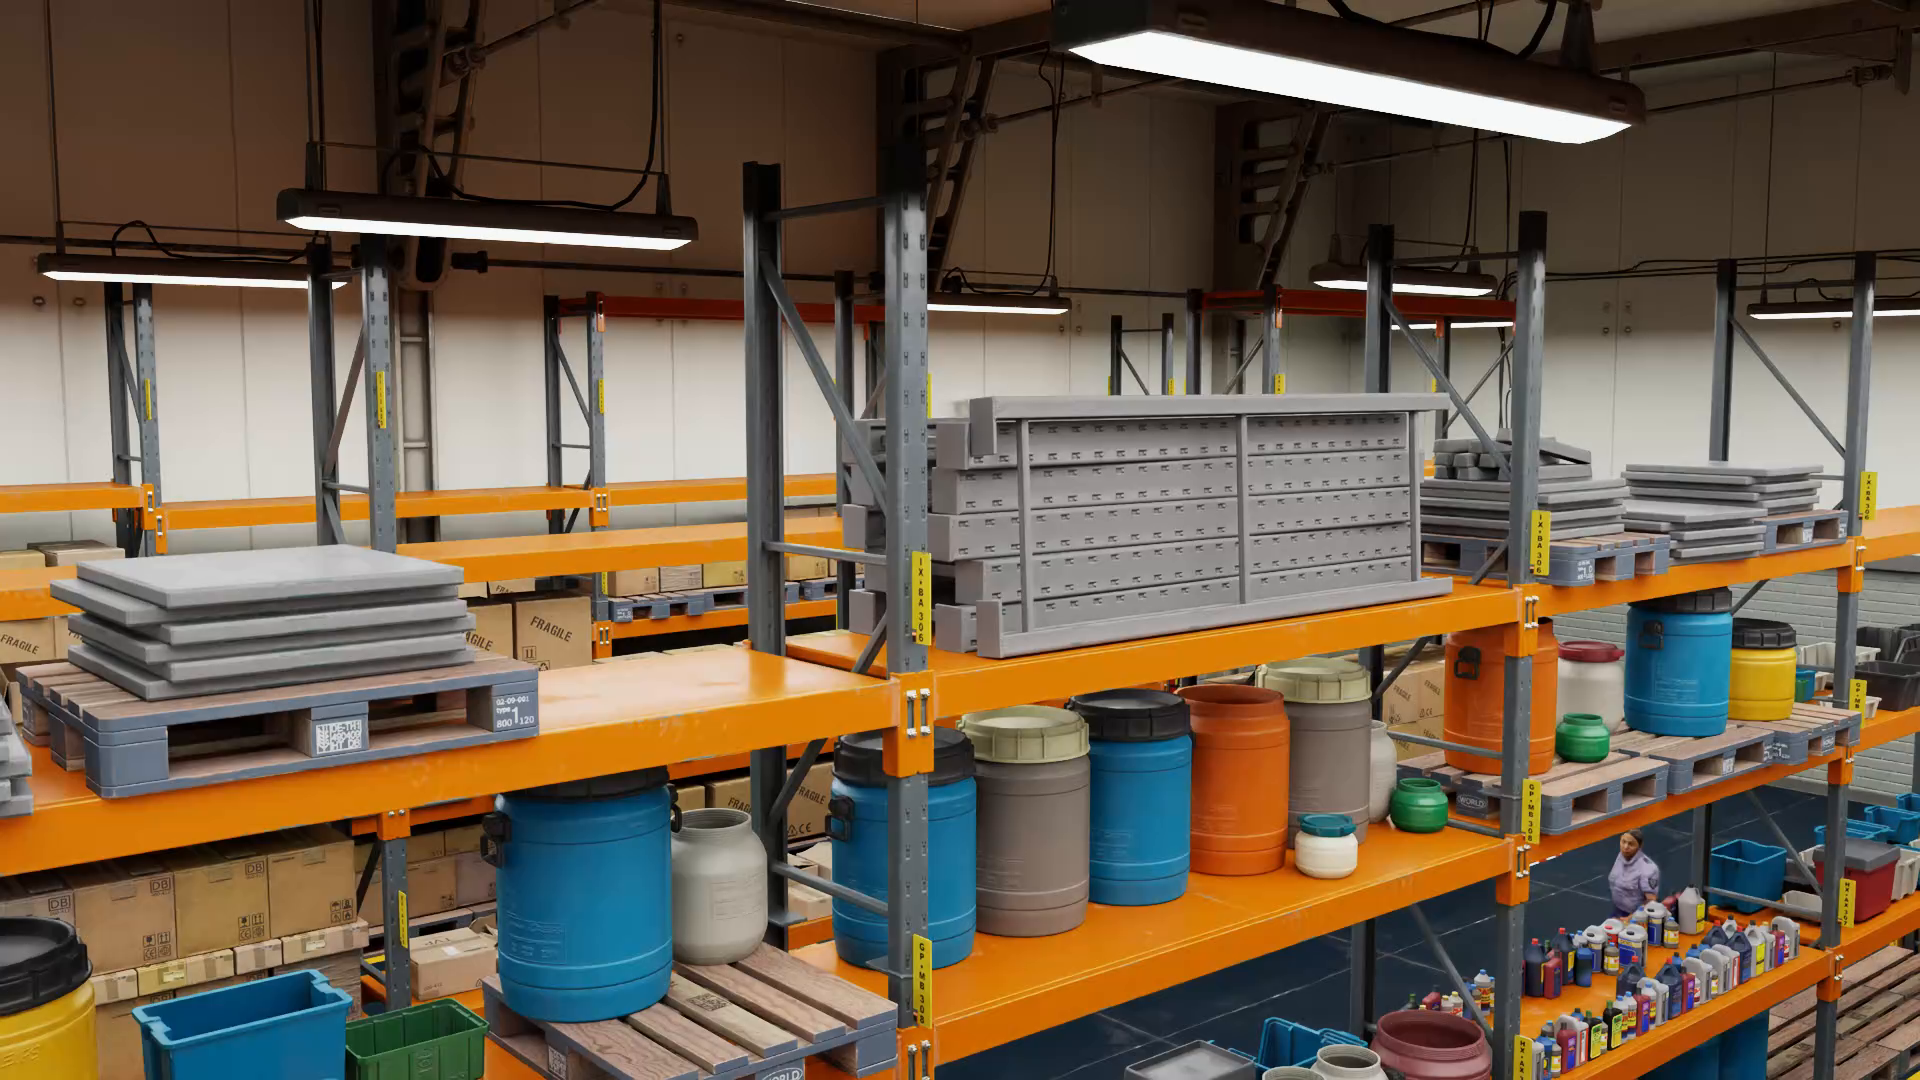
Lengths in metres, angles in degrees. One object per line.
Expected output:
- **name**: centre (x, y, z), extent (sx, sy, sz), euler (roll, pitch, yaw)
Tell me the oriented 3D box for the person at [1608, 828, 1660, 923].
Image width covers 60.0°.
- **person**: centre (5.419, 3.083, 13.373), extent (0.801, 1.581, 0.587), euler (-2, 6, -23)
